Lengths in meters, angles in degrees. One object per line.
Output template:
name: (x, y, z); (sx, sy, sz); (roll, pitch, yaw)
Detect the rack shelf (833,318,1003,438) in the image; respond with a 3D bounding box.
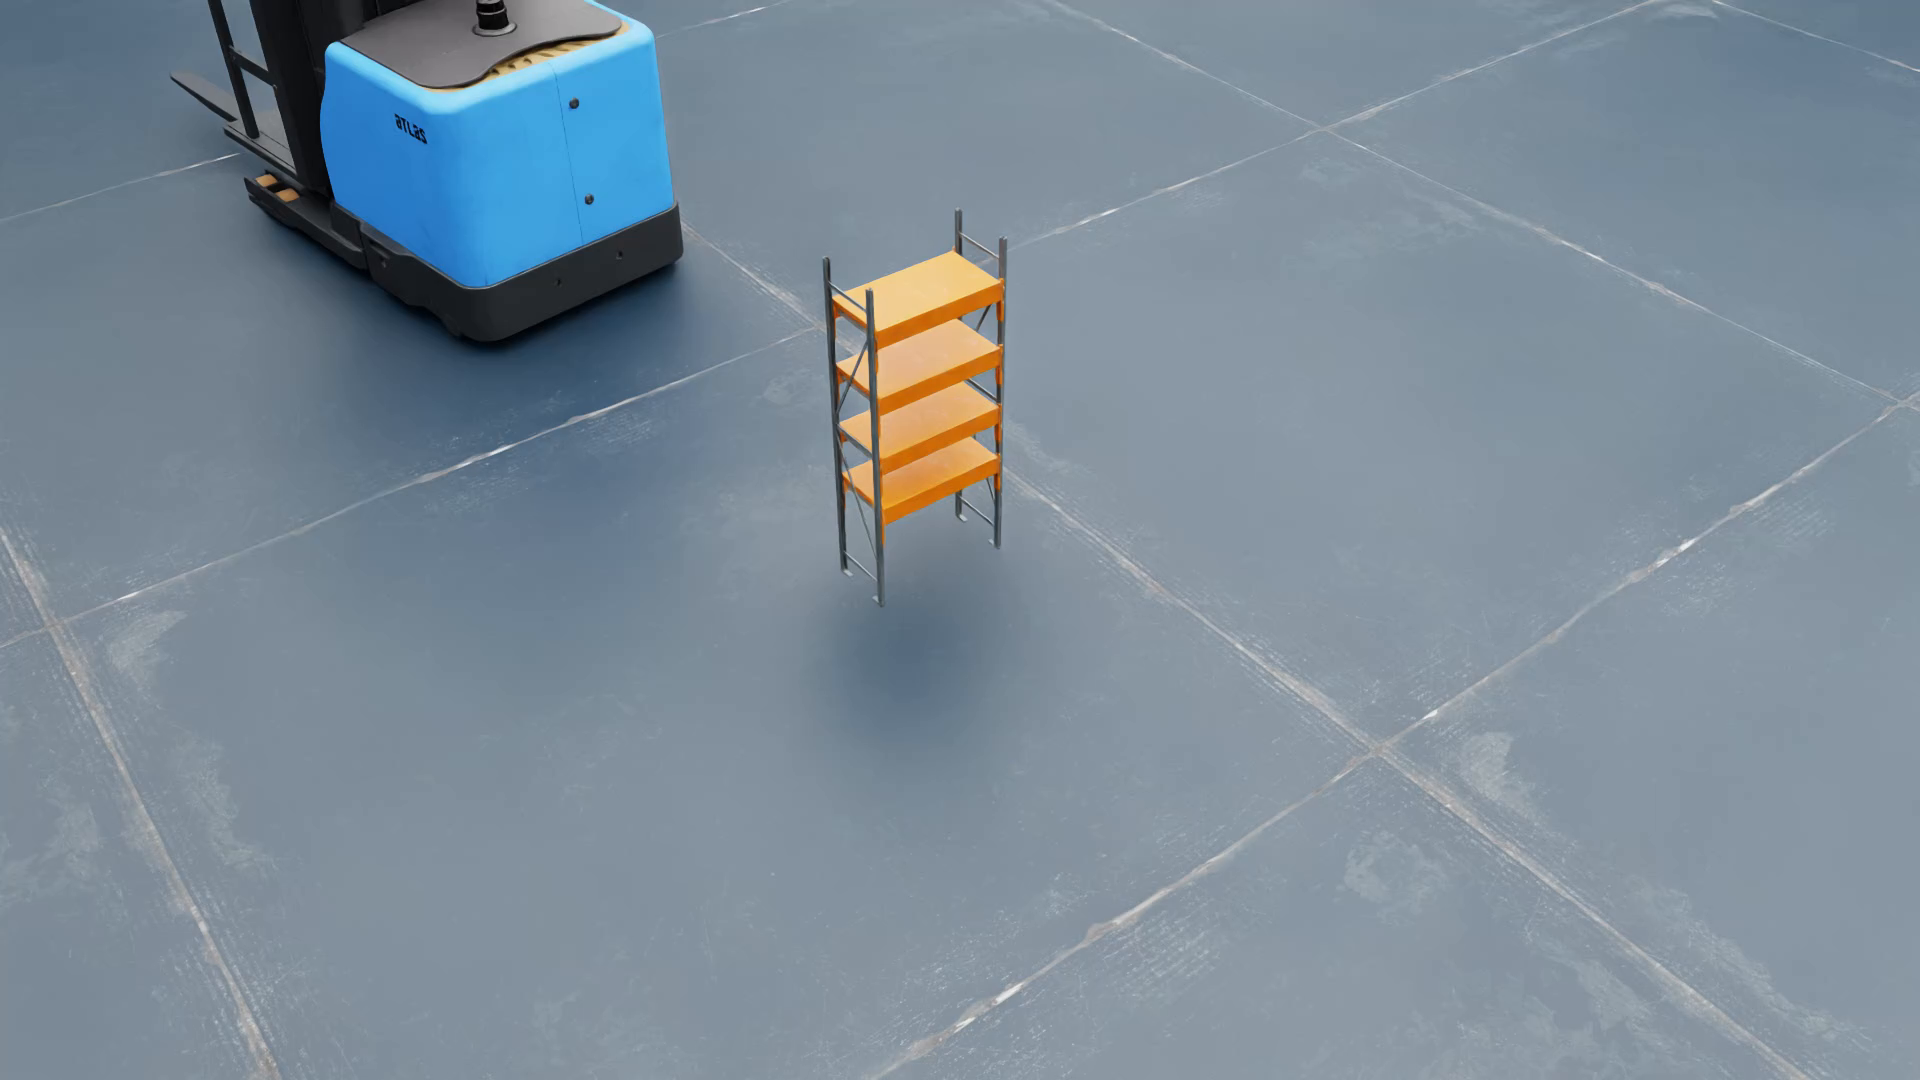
rack shelf: (-0.131, -0.521, 5.192); (0.480, 0.148, 0.258); (-26, 46, -28)

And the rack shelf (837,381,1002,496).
rack shelf: (-0.131, -0.348, 5.334); (0.480, 0.148, 0.258); (-26, 46, -28)

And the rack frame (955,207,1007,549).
rack frame: (0.062, -0.494, 5.406); (0.015, 1.200, 0.240); (-26, 46, -28)

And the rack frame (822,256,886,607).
rack frame: (-0.325, -0.306, 5.177); (0.015, 1.200, 0.240); (-26, 46, -28)

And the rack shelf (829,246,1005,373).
rack shelf: (-0.131, -0.704, 5.042); (0.480, 0.148, 0.258); (-26, 46, -28)

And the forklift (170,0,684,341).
forklift: (-2.590, -2.747, 6.787); (3.031, 2.935, 1.130); (32, 49, 33)

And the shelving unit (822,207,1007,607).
shelving unit: (-0.131, -0.400, 5.291); (0.503, 1.200, 0.258); (-26, 46, -28)

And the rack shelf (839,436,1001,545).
rack shelf: (-0.131, -0.194, 5.460); (0.480, 0.148, 0.258); (-26, 46, -28)
